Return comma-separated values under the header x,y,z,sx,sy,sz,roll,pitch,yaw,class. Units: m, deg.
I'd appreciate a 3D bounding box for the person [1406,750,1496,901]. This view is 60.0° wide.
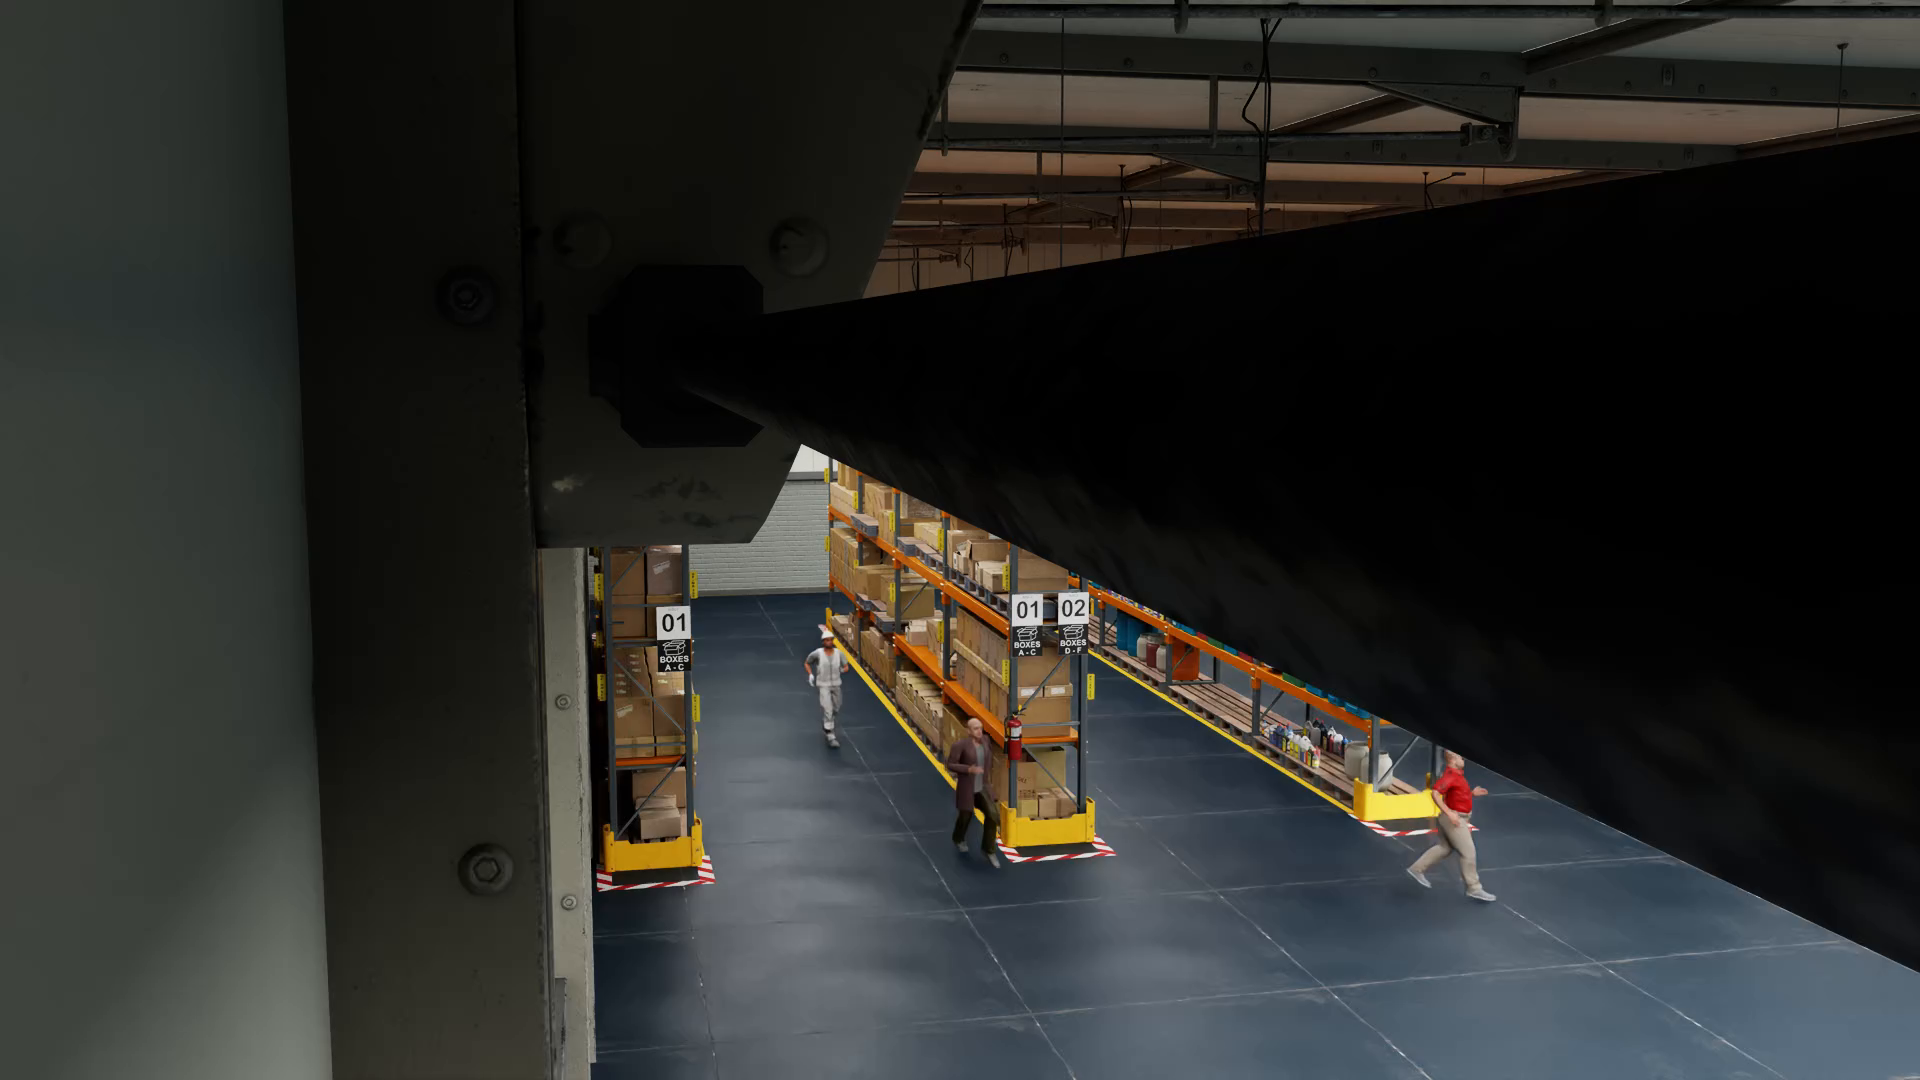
x,y,z,sx,sy,sz,roll,pitch,yaw,class
5.618,3.211,18.942,0.984,1.721,0.661,1,7,12,person

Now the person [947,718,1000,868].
x,y,z,sx,sy,sz,roll,pitch,yaw,class
0.141,3.102,20.341,0.735,1.736,0.902,-3,8,-27,person

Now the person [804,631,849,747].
x,y,z,sx,sy,sz,roll,pitch,yaw,class
-2.071,2.313,26.254,0.663,1.766,0.997,-3,7,-24,person
